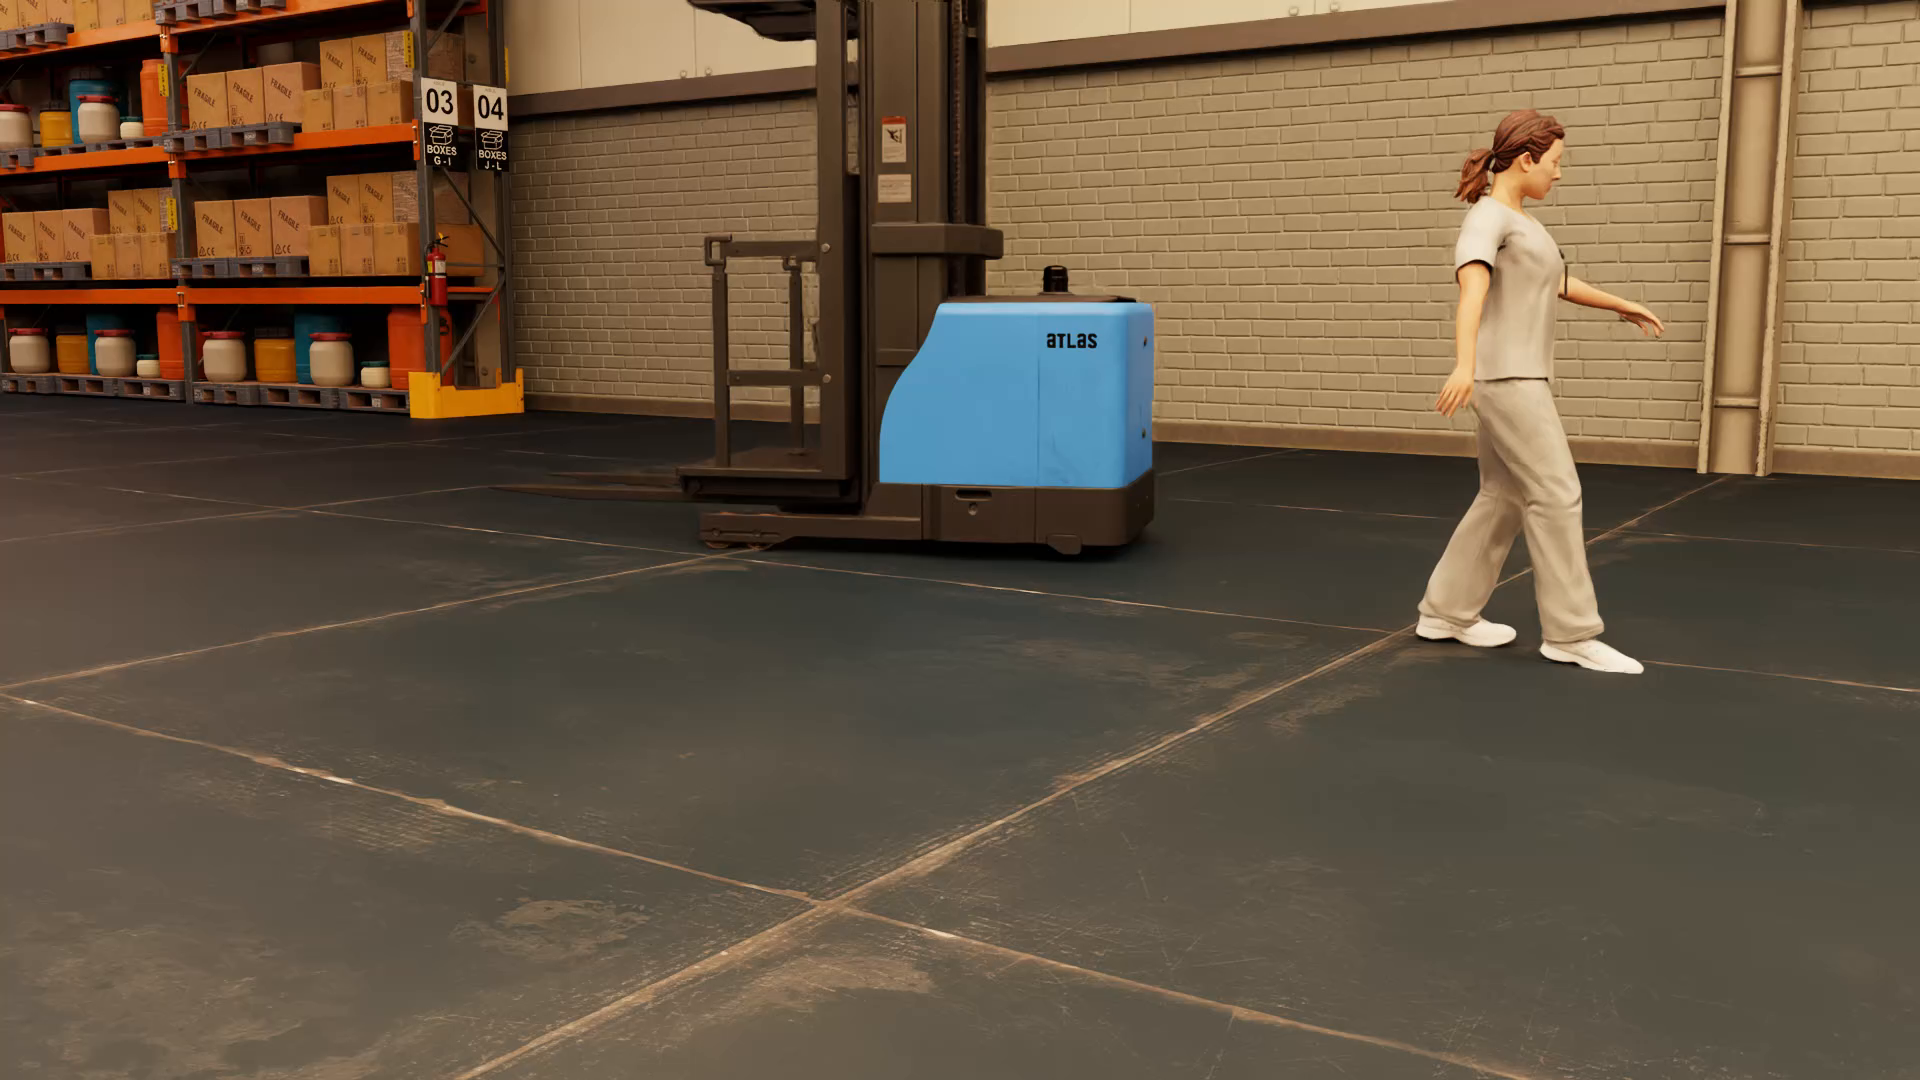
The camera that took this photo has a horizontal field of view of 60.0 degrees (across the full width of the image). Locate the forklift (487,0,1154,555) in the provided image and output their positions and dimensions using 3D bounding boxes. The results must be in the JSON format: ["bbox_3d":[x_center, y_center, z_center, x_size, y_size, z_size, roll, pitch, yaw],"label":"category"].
[{"bbox_3d":[-0.664,-1.474,7.557,3.031,2.935,1.130,2,8,14],"label":"forklift"}]

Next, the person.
[{"bbox_3d":[1.740,-0.453,5.012,0.707,1.665,0.881,4,9,28],"label":"person"}]
